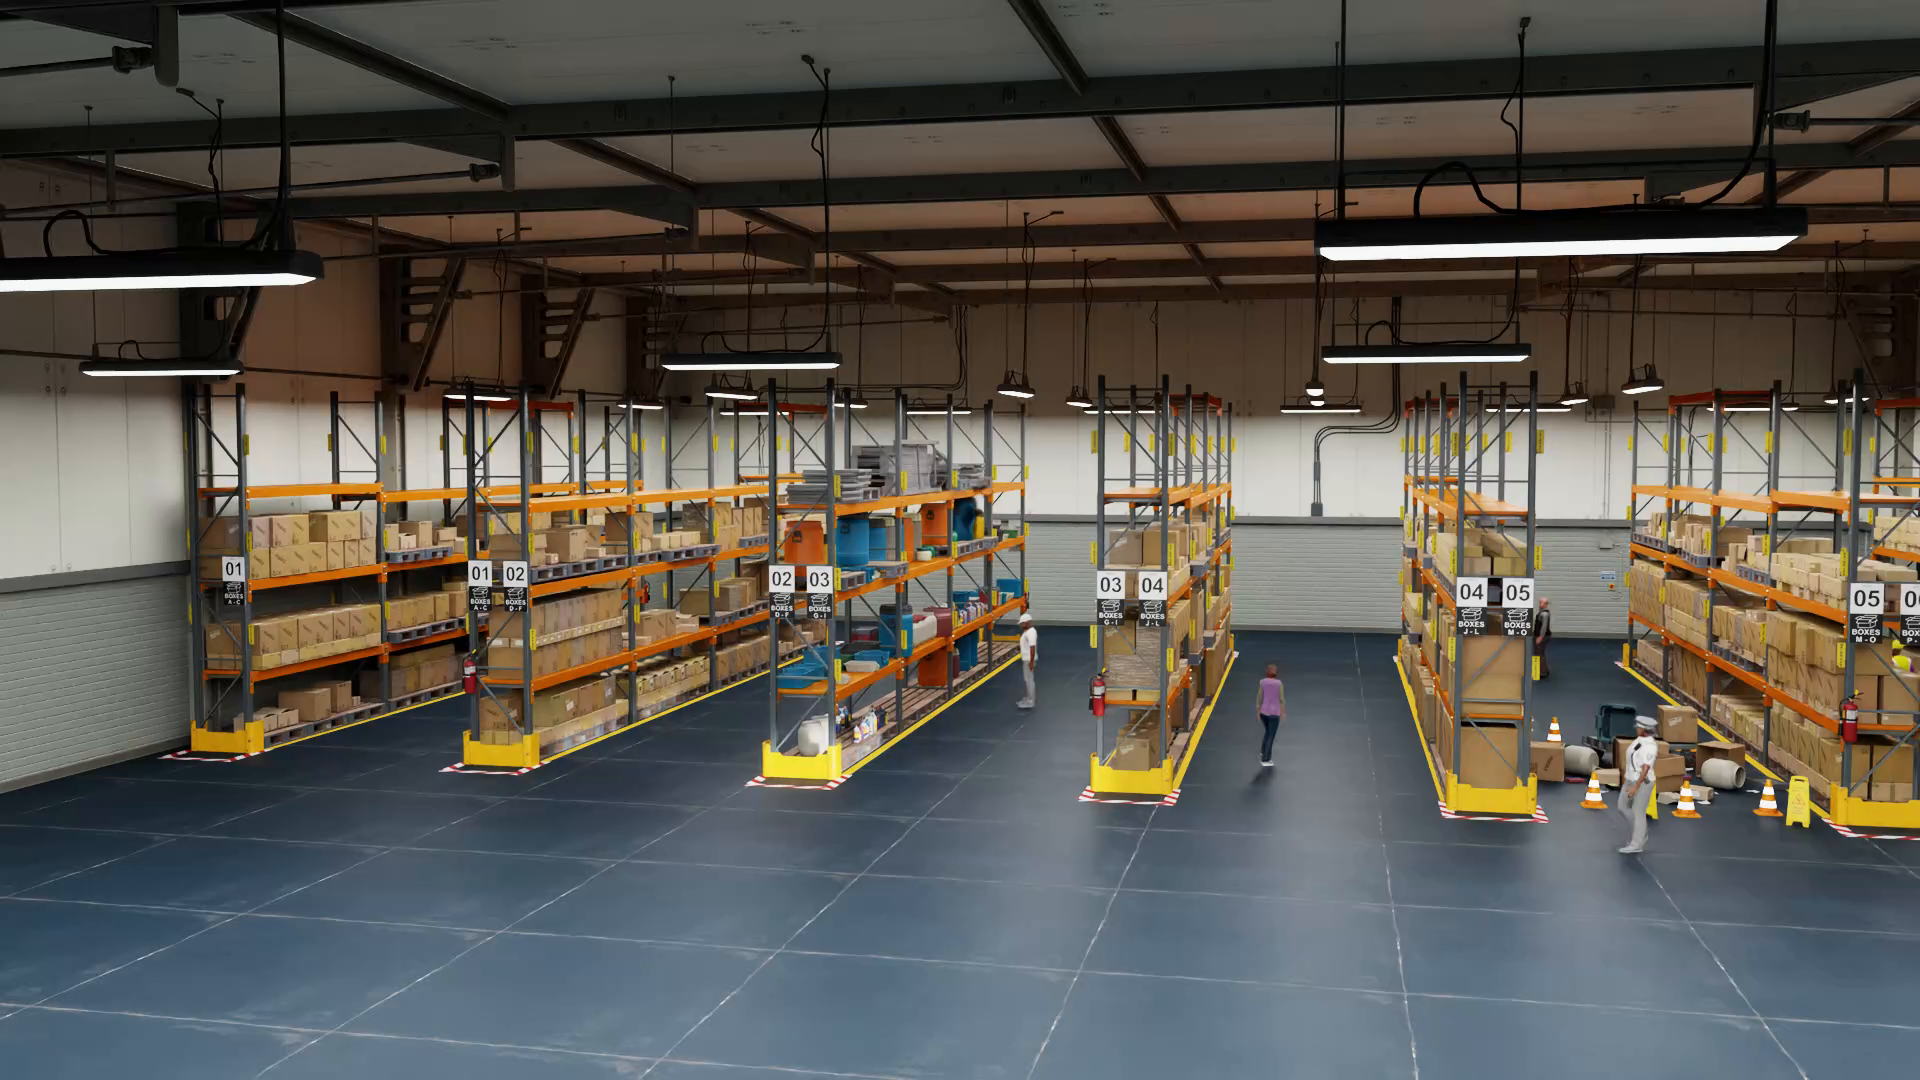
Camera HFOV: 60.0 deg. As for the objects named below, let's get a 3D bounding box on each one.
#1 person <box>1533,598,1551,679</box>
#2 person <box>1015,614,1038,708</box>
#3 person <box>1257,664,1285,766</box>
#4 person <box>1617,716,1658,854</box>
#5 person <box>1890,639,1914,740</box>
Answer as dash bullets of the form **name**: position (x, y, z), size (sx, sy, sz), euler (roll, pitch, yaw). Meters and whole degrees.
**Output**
- **person**: position (12.494, 2.120, 35.745), size (0.440, 1.752, 0.570), euler (3, 4, 39)
- **person**: position (1.274, 2.293, 31.747), size (0.430, 1.764, 0.609), euler (0, 3, -2)
- **person**: position (4.836, 2.726, 25.822), size (0.446, 1.612, 0.396), euler (-3, 5, -44)
- **person**: position (8.304, 3.009, 20.454), size (0.461, 1.704, 0.533), euler (0, 3, -5)
- **person**: position (15.472, 2.541, 27.586), size (0.649, 1.797, 0.693), euler (0, 3, 8)
